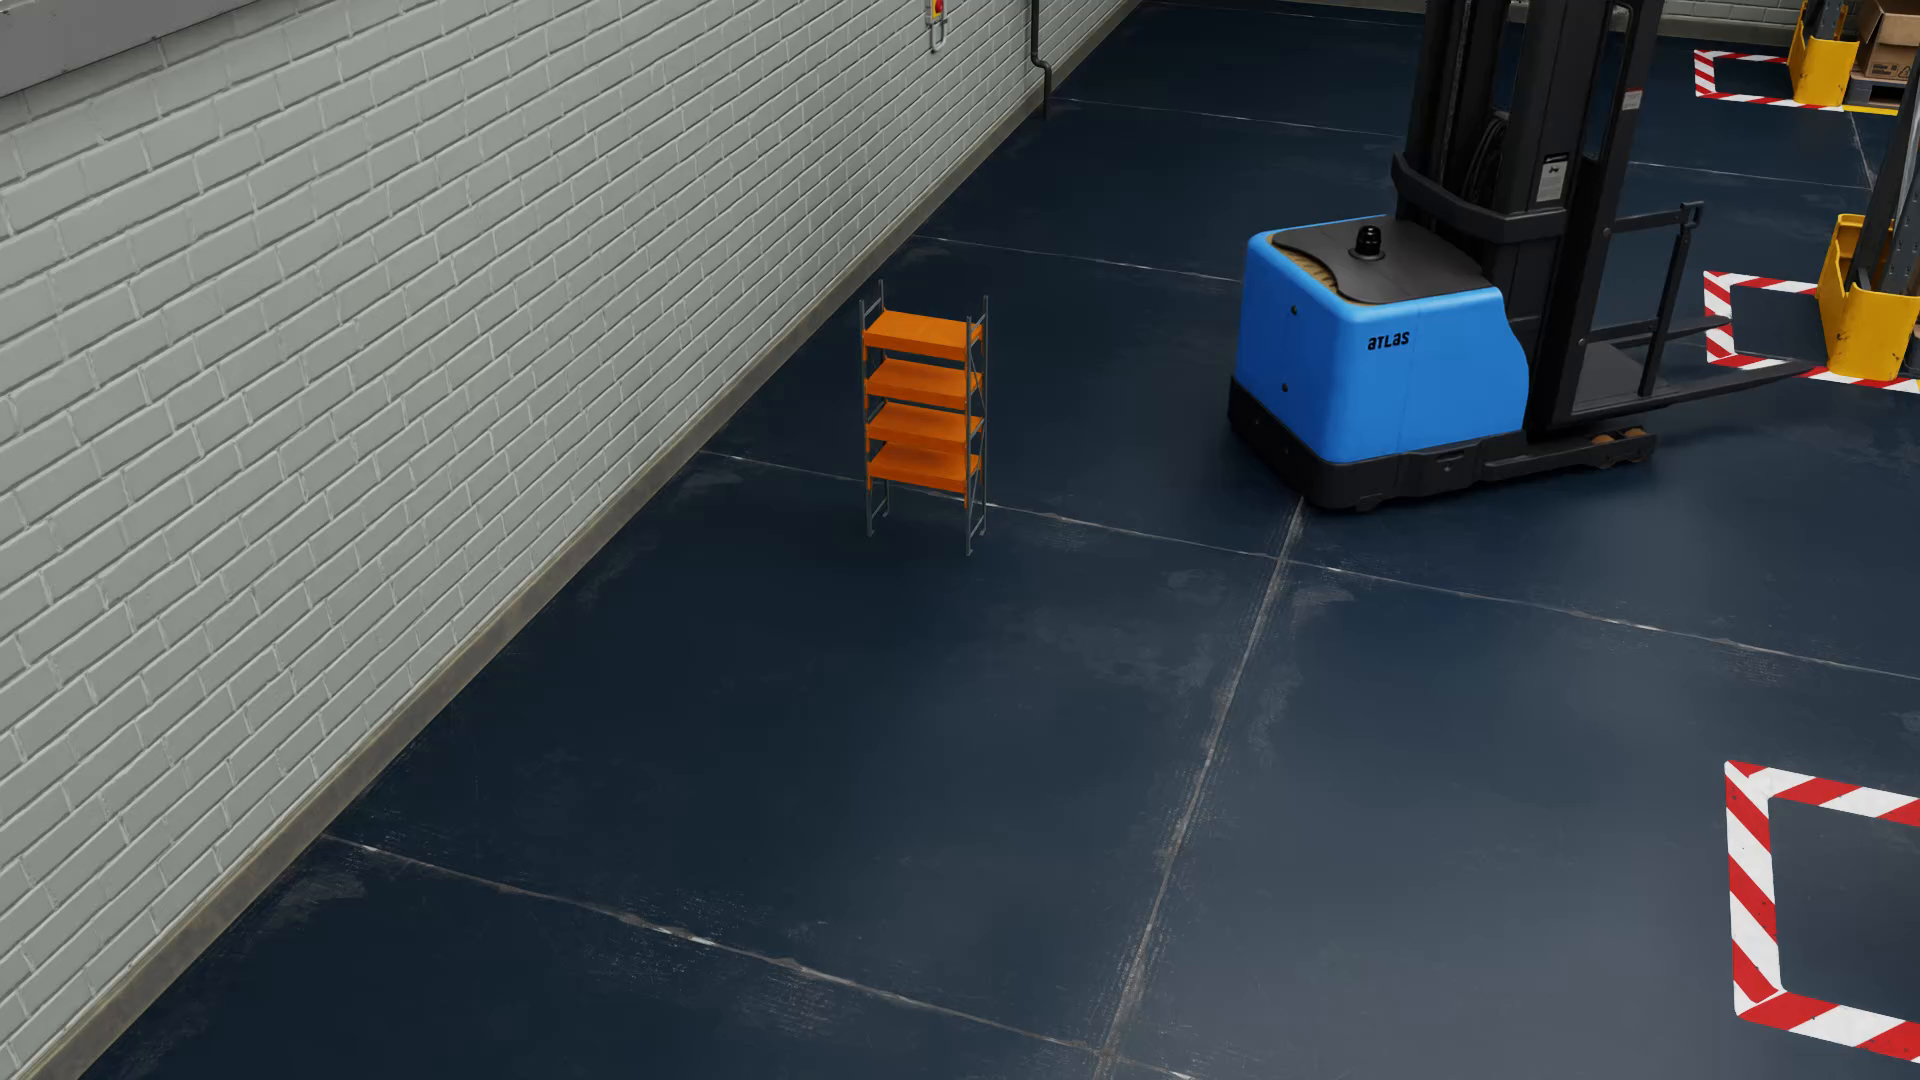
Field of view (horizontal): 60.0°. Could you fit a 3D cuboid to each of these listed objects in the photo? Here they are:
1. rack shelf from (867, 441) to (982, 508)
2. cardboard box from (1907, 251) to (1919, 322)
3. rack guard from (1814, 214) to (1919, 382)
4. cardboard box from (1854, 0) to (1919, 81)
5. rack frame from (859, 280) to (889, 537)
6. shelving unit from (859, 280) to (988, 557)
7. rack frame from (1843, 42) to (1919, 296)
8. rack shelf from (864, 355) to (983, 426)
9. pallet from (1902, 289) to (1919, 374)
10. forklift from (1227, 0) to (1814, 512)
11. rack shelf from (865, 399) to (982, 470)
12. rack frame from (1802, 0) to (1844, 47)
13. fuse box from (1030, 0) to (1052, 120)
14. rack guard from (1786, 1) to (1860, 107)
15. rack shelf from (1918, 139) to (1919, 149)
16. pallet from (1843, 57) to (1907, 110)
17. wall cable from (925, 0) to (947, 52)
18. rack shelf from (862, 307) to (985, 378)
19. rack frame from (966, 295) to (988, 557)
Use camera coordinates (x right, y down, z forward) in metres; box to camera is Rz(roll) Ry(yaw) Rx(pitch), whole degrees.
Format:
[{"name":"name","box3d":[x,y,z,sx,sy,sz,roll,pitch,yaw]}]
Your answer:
[{"name":"rack shelf","box3d":[-0.156,-0.311,7.616,0.480,0.148,0.258,11,34,16]},{"name":"cardboard box","box3d":[5.826,-1.470,9.236,0.875,0.438,0.875,10,34,15]},{"name":"rack guard","box3d":[5.149,-1.394,9.448,0.348,0.500,1.175,11,34,16]},{"name":"cardboard box","box3d":[7.386,-3.942,13.005,0.637,0.503,0.797,10,34,15]},{"name":"rack frame","box3d":[-0.386,-0.579,7.541,0.015,1.200,0.240,11,34,16]},{"name":"shelving unit","box3d":[-0.156,-0.534,7.471,0.503,1.200,0.258,11,34,16]},{"name":"rack frame","box3d":[5.171,-2.440,8.763,0.127,3.000,1.000,11,34,16]},{"name":"rack shelf","box3d":[-0.156,-0.666,7.387,0.480,0.148,0.258,11,34,16]},{"name":"pallet","box3d":[5.950,-1.162,9.355,1.213,0.211,1.003,11,34,16]},{"name":"forklift","box3d":[2.955,-1.844,7.905,3.031,2.935,1.130,-11,34,-16]},{"name":"rack shelf","box3d":[-0.156,-0.478,7.508,0.480,0.148,0.258,11,34,16]},{"name":"rack frame","box3d":[6.842,-4.975,12.690,0.127,3.000,1.000,11,34,16]},{"name":"fuse box","box3d":[0.701,-3.964,12.312,0.414,1.711,0.539,11,34,16]},{"name":"rack guard","box3d":[6.914,-3.911,13.346,0.348,0.500,1.175,11,34,16]},{"name":"rack shelf","box3d":[7.054,-1.771,8.391,4.000,0.370,1.077,11,34,16]},{"name":"pallet","box3d":[7.665,-3.644,13.199,1.213,0.211,1.003,11,34,16]},{"name":"wall cable","box3d":[-0.145,-3.899,10.059,0.123,1.953,0.585,11,34,16]},{"name":"rack shelf","box3d":[-0.156,-0.864,7.258,0.480,0.148,0.258,11,34,16]},{"name":"rack frame","box3d":[0.074,-0.490,7.402,0.015,1.200,0.240,11,34,16]}]
